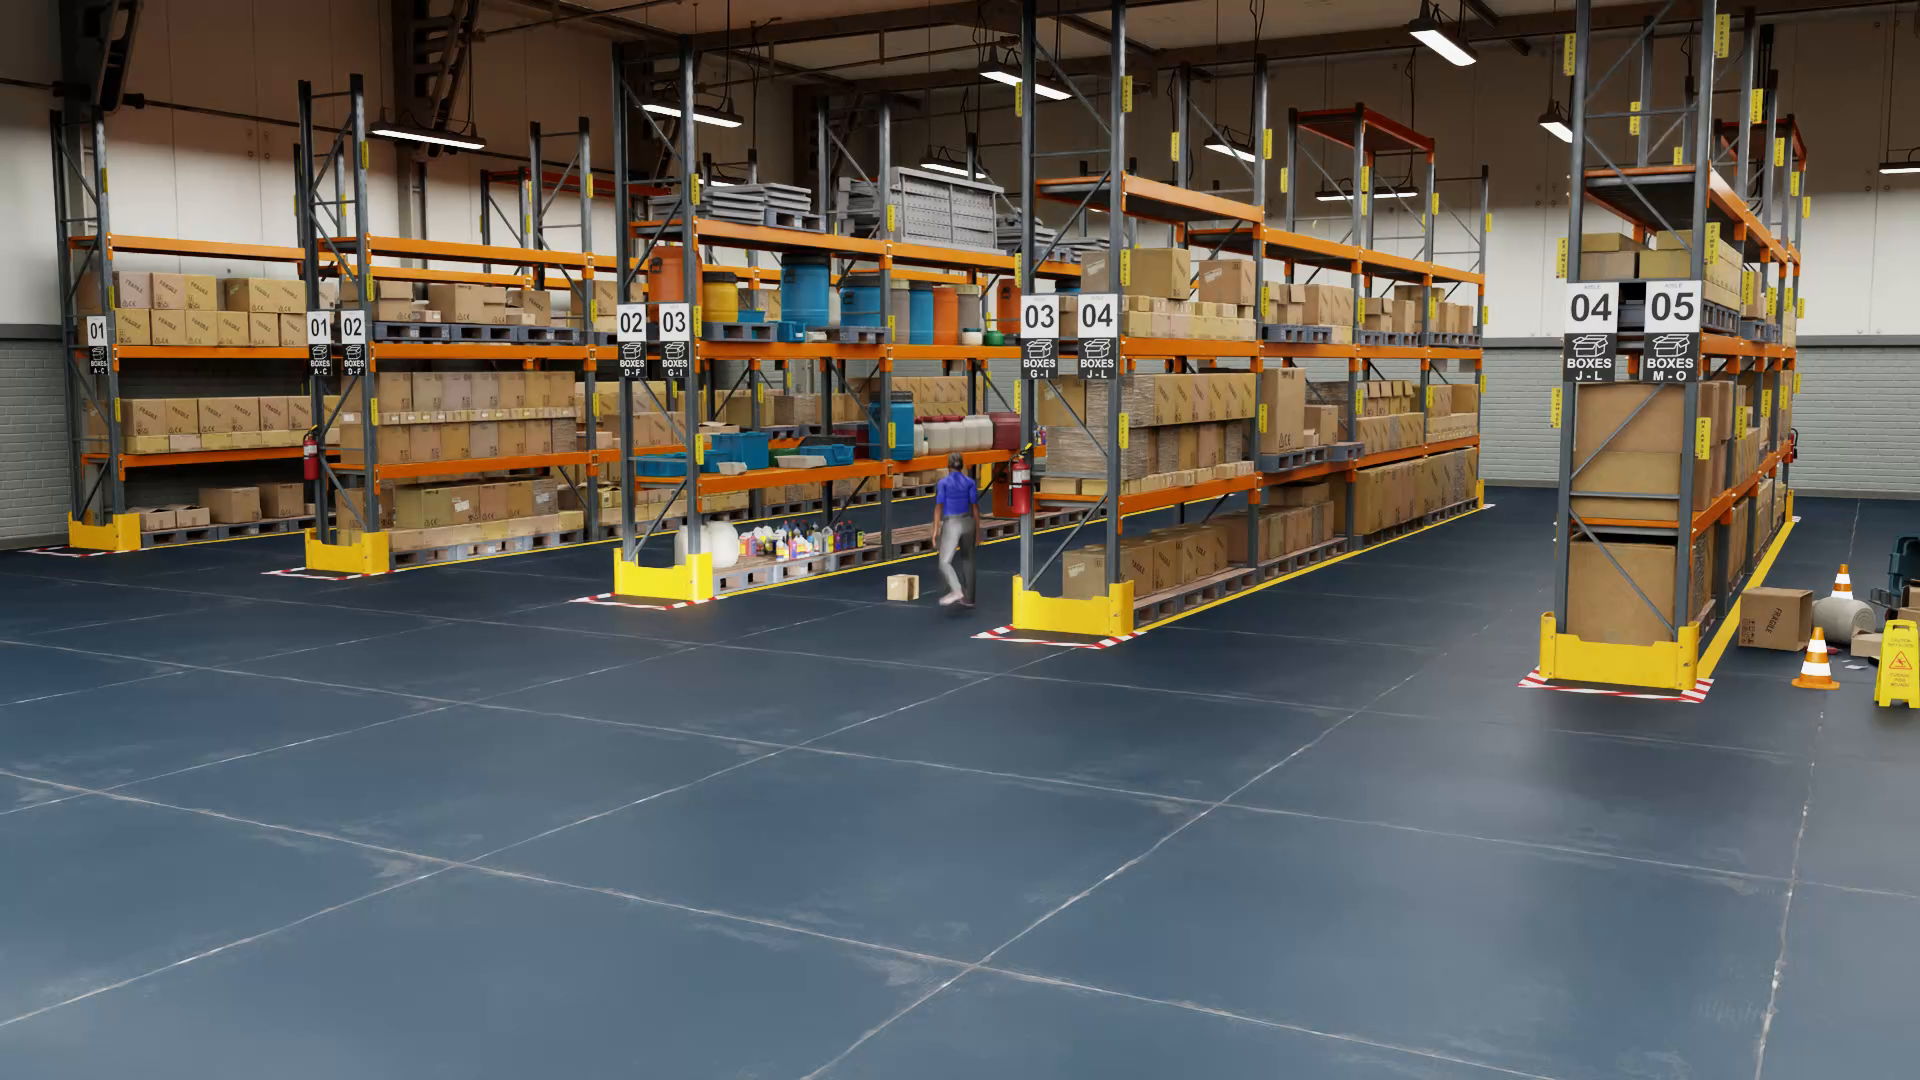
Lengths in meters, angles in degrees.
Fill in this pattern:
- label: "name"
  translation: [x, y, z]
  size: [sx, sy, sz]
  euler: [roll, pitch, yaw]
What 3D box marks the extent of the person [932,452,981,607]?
- label: "person"
  translation: [-0.022, -0.095, 17.296]
  size: [0.533, 1.627, 0.696]
  euler: [-2, 6, -19]
